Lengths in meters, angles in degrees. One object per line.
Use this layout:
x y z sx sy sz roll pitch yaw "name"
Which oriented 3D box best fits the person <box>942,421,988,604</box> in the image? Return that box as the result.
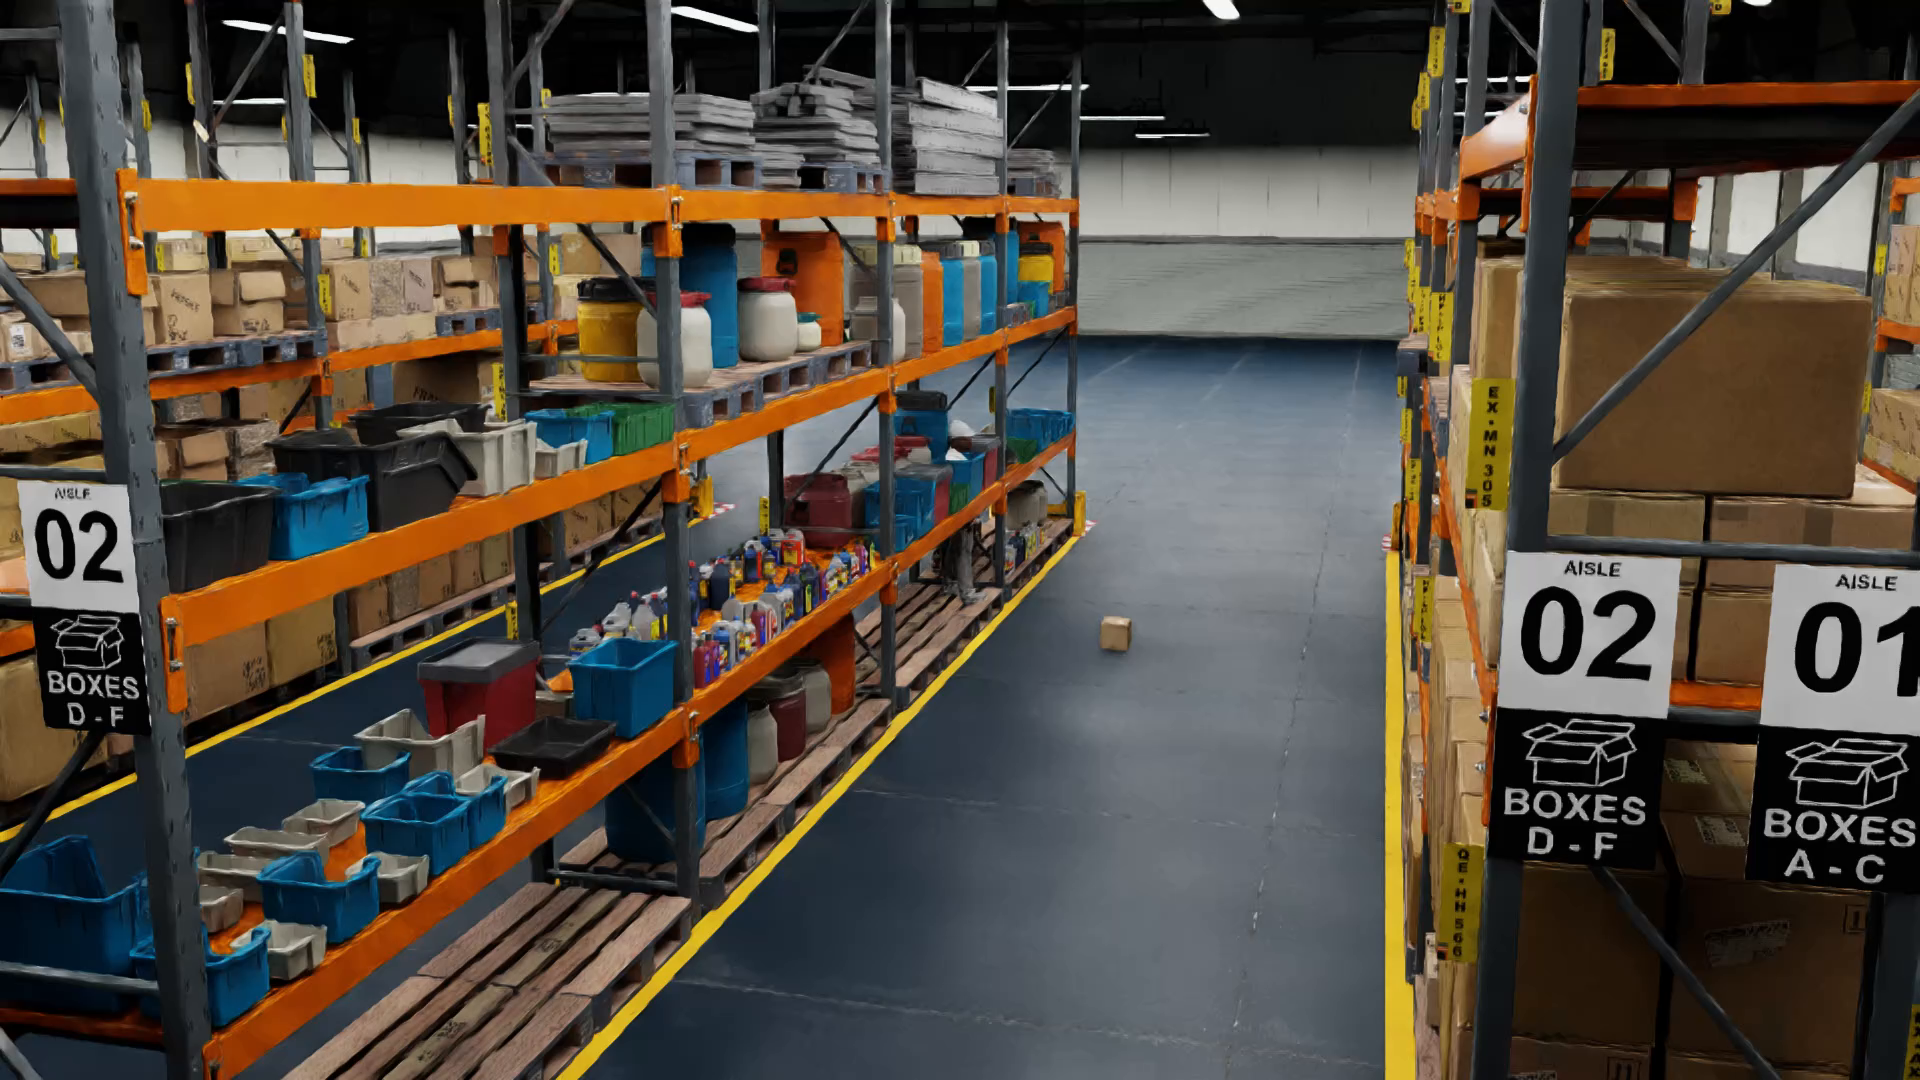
0.041 -0.288 16.179 0.497 1.764 0.651 2 12 8 "person"
